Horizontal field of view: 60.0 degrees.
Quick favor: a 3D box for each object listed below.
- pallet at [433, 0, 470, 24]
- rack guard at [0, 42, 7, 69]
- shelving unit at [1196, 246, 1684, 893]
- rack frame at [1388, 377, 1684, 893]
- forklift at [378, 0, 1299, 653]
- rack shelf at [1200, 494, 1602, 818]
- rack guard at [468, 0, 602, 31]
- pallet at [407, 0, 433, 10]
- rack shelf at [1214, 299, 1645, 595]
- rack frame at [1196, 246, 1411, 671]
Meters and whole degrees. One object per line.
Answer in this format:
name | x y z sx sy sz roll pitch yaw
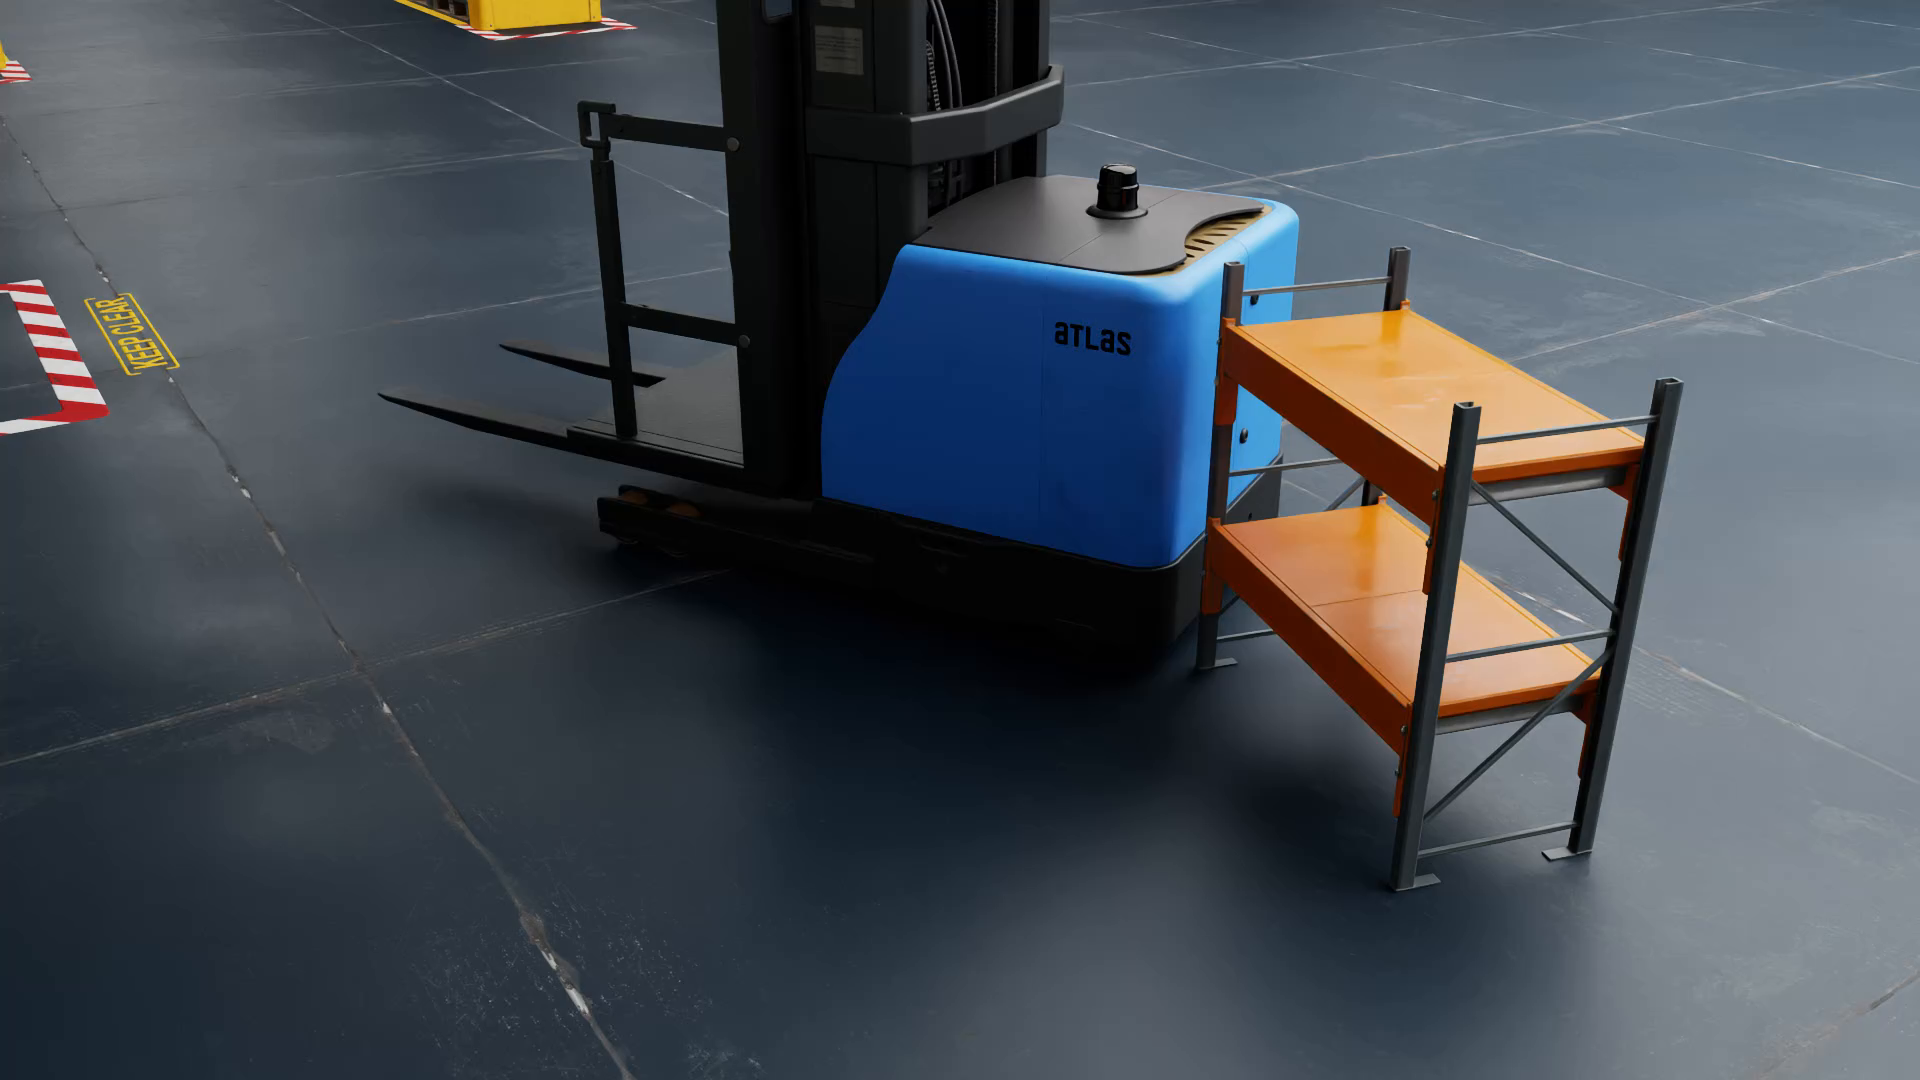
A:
pallet | -4.369 -5.134 15.878 1.003 0.211 1.213 -16 29 -30
rack guard | -8.106 -3.872 12.867 1.175 0.500 0.348 -16 29 -30
shelving unit | 1.034 0.015 3.901 0.538 1.125 1.048 -7 26 -15
rack frame | 1.184 0.222 3.461 0.500 1.125 0.032 -7 26 -15
forklift | -0.550 -1.453 4.895 3.031 2.935 1.130 13 28 26
rack shelf | 1.034 0.236 4.005 0.538 0.278 1.000 -7 26 -15
rack guard | -3.903 -4.992 15.239 1.175 0.500 0.348 -16 29 -30
pallet | -5.031 -5.570 16.801 1.003 0.211 1.213 -16 29 -30
rack shelf | 1.034 -0.250 3.776 0.538 0.278 1.000 -7 26 -15
rack frame | 0.885 -0.192 4.340 0.500 1.125 0.032 -7 26 -15
